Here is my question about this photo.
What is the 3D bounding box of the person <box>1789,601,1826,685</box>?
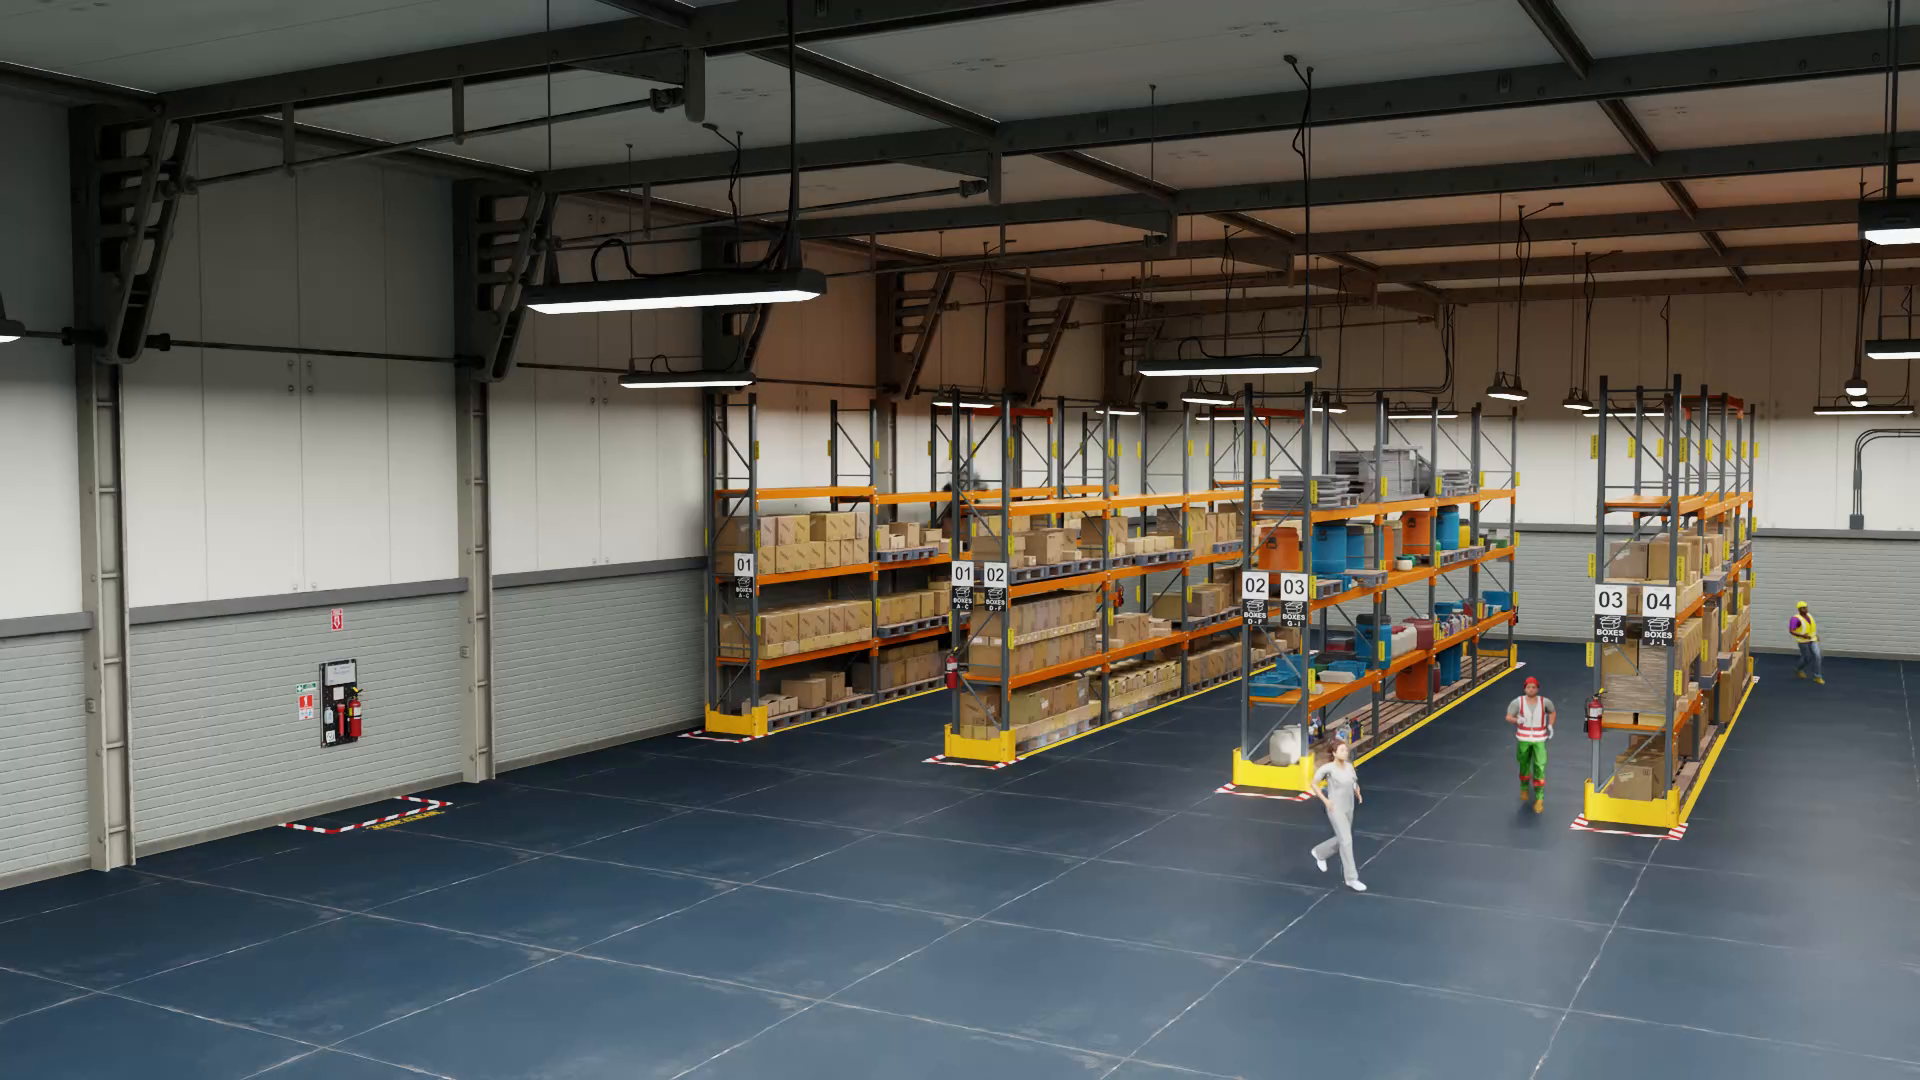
[{"bbox_3d":[18.193,2.197,35.745,0.743,1.749,0.868,-1,3,-12],"label":"person"}]

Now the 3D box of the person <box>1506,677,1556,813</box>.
[{"bbox_3d":[7.972,2.820,23.251,0.659,1.819,0.892,1,3,20],"label":"person"}]

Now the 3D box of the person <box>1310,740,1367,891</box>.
[{"bbox_3d":[4.347,3.123,19.124,0.577,1.649,0.914,-2,4,-32],"label":"person"}]
